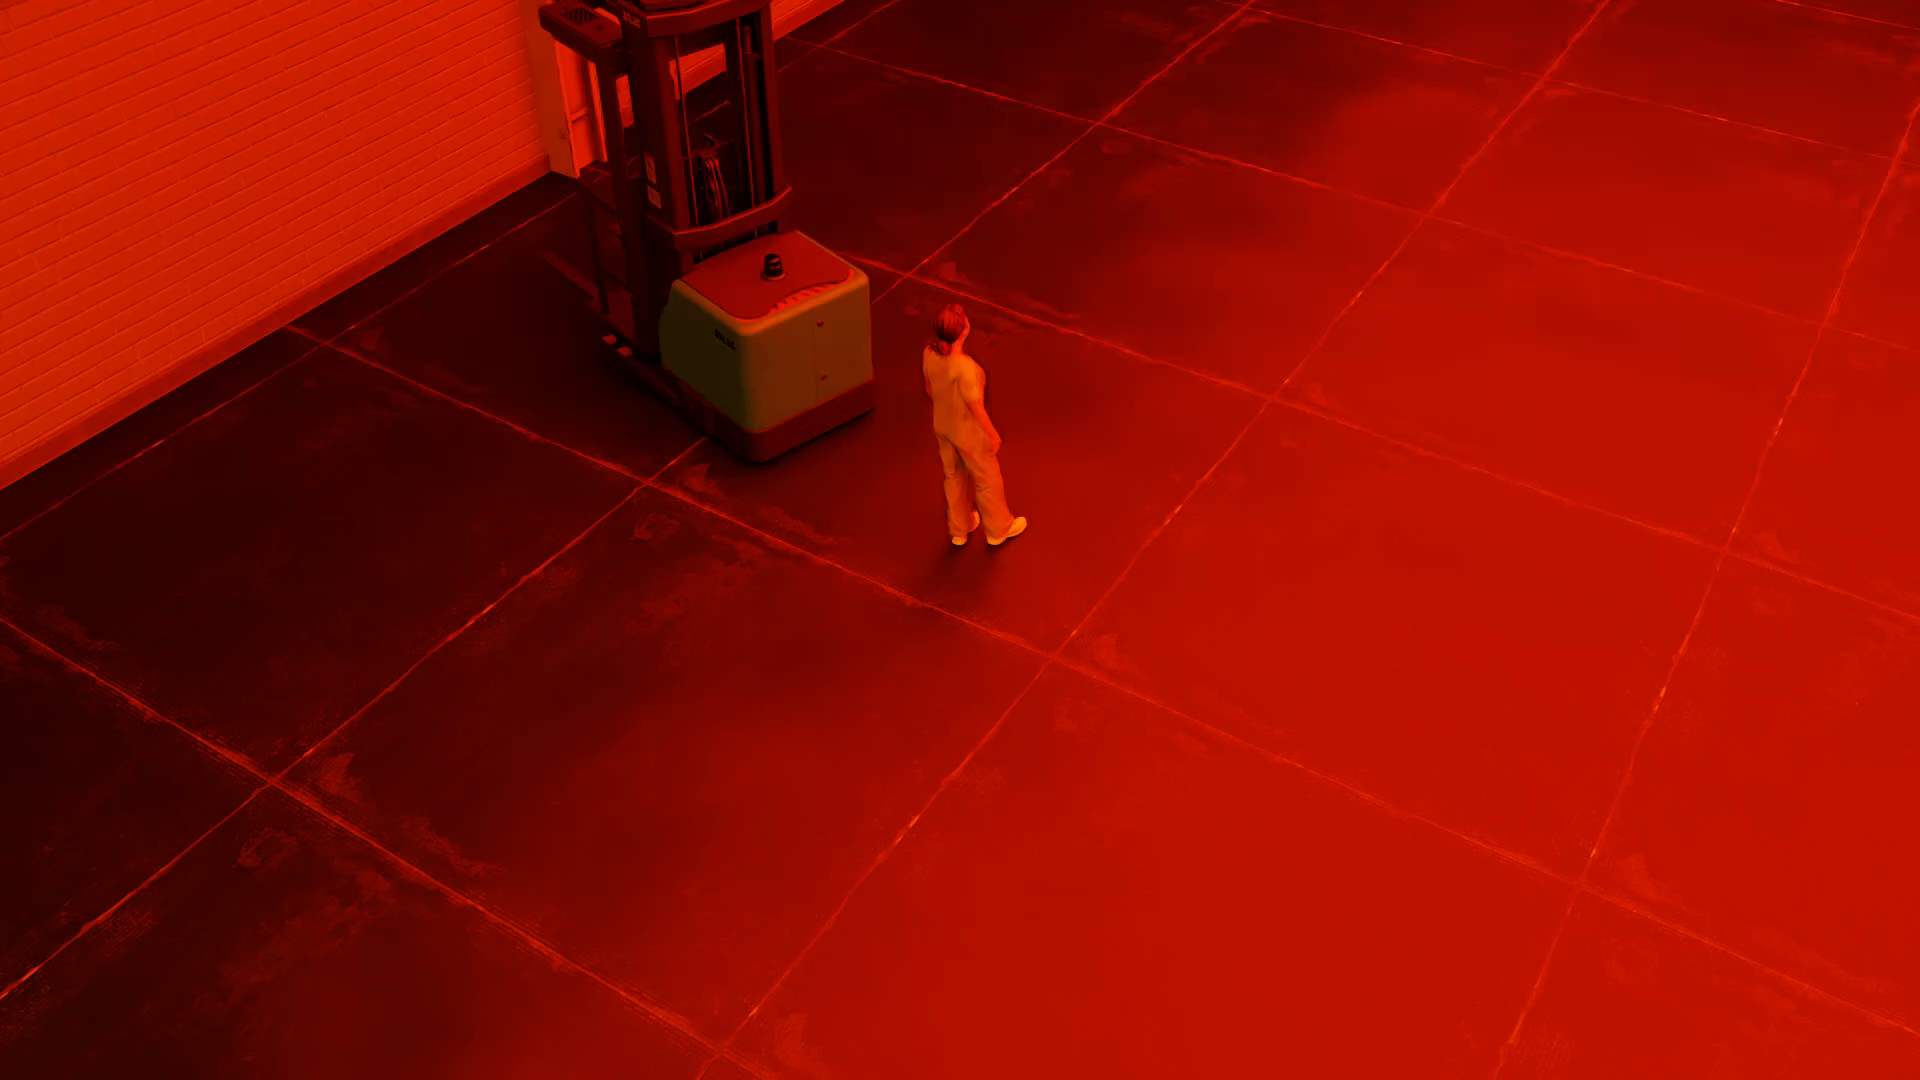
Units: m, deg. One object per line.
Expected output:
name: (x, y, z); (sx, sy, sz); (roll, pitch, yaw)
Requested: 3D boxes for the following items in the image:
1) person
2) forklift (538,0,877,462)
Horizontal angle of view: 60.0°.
person: (0.077, -0.689, 9.742); (0.591, 1.676, 0.533); (-30, 48, -30)
forklift: (-1.908, -2.497, 10.914); (1.130, 2.935, 3.031); (-29, 48, -30)
